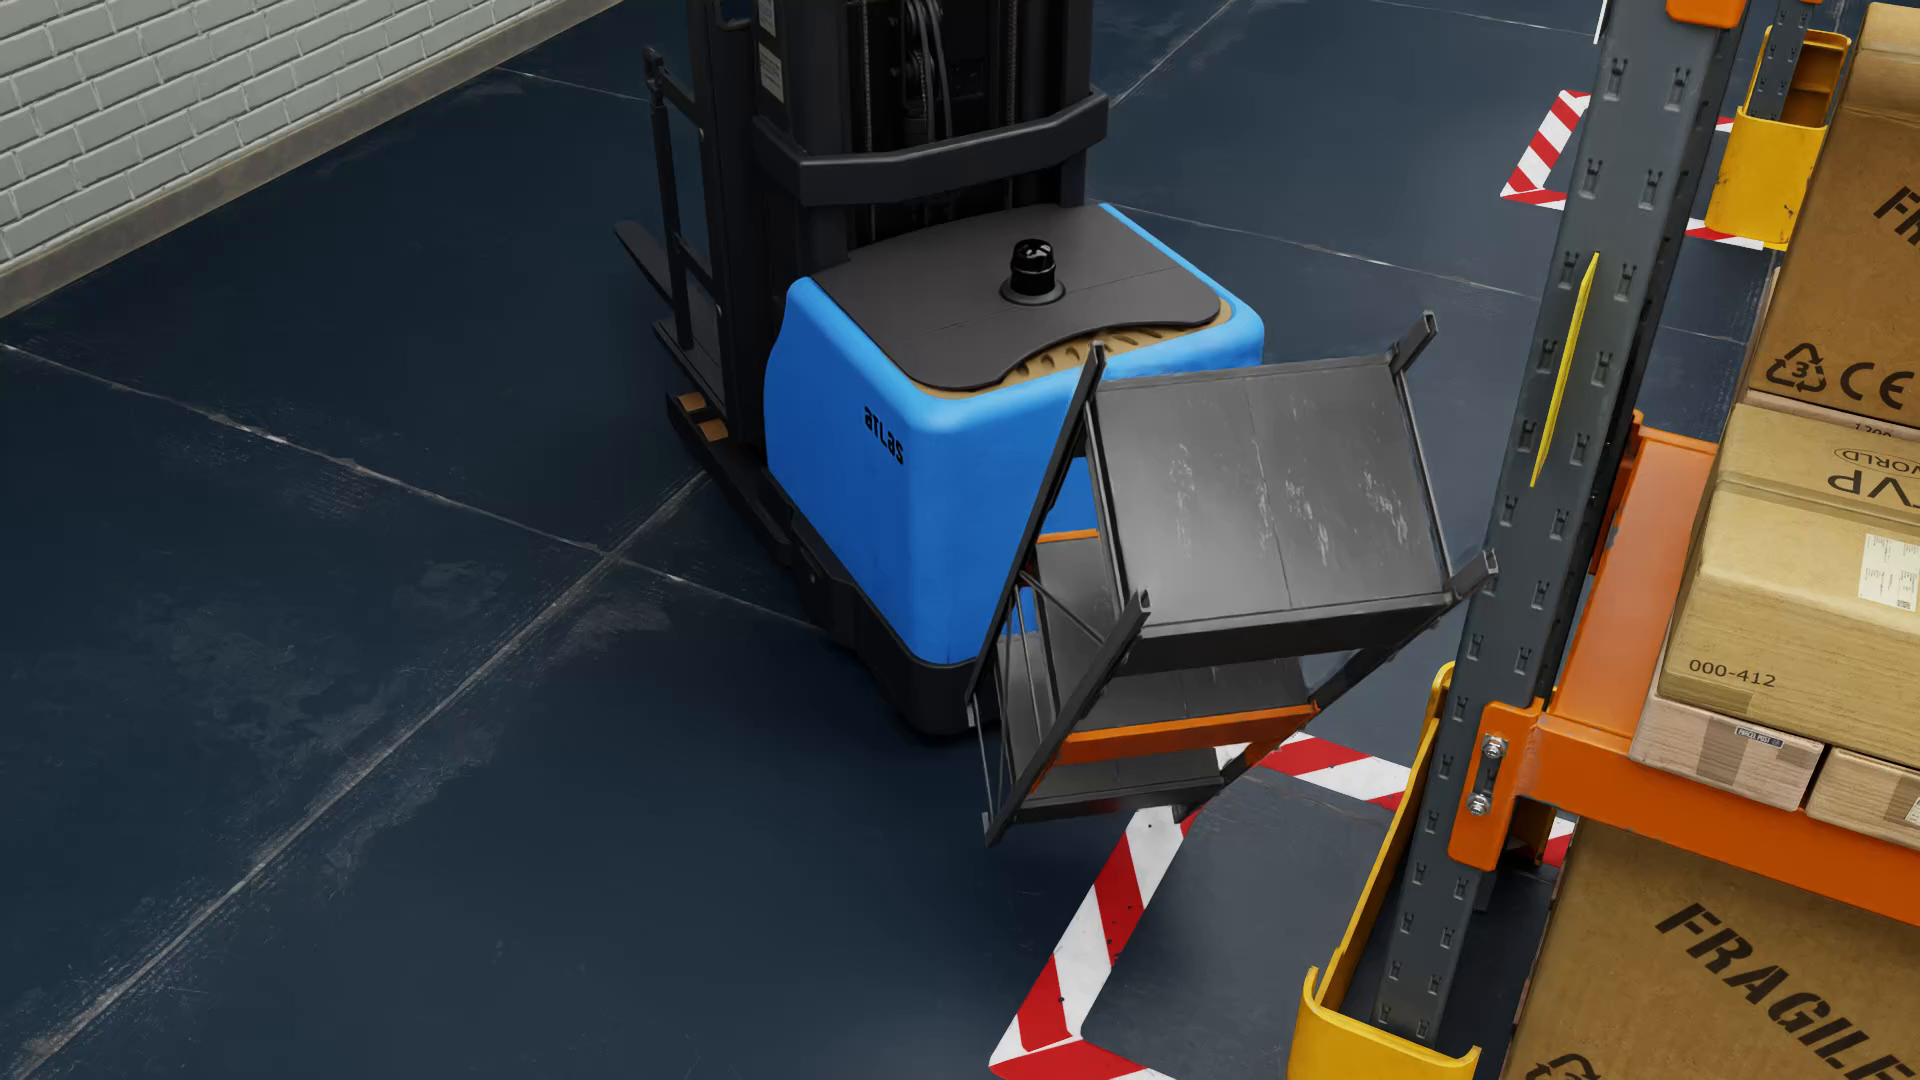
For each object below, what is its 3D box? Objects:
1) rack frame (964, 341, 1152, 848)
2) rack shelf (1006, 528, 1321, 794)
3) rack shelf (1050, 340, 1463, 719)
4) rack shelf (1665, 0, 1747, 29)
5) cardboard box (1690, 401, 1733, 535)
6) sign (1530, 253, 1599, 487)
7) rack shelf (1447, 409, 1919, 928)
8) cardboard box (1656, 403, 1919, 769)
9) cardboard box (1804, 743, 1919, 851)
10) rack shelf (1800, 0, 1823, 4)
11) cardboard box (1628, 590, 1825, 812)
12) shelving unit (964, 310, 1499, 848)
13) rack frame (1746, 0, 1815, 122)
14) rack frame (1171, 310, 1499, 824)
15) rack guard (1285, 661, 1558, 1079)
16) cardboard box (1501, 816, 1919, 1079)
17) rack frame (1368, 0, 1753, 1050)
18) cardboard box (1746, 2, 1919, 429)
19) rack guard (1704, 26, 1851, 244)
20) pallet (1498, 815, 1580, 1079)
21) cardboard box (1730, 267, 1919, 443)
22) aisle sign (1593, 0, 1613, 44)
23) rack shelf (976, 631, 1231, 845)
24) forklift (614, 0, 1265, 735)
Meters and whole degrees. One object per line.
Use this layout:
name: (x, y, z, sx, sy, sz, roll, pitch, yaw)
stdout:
rack frame: (0.134, 0.248, 3.267, 0.015, 2.100, 0.400, -6, 72, -7)
rack shelf: (0.374, 0.227, 3.310, 0.480, 0.518, 0.431, -6, 72, -7)
rack shelf: (0.432, 0.001, 2.650, 0.480, 0.518, 0.431, -6, 72, -7)
rack shelf: (2.868, -0.501, 1.544, 4.000, 0.370, 1.077, 17, 41, 21)
cardboard box: (1.559, -0.127, 3.144, 0.250, 0.149, 0.380, 18, 41, 22)
sign: (0.831, -0.229, 2.290, 0.005, 0.325, 0.100, 17, 41, 21)
rack shelf: (2.868, 0.693, 2.451, 4.000, 0.370, 1.077, 17, 41, 21)
cardboard box: (1.394, 0.070, 2.554, 0.500, 0.250, 0.500, 16, 40, 20)
cardboard box: (1.484, 0.297, 2.585, 0.250, 0.149, 0.380, 17, 40, 21)
rack shelf: (5.238, -1.941, 5.922, 4.000, 0.370, 1.077, 17, 41, 21)
cardboard box: (1.255, 0.227, 2.678, 0.250, 0.149, 0.380, 18, 41, 22)
shelving unit: (0.375, 0.223, 3.297, 0.503, 2.100, 0.431, -6, 72, -7)
rack frame: (3.462, -2.784, 6.437, 0.127, 3.000, 1.000, 17, 41, 21)
rack frame: (0.616, 0.198, 3.327, 0.015, 2.100, 0.400, -6, 72, -7)
rack guard: (1.070, 0.840, 3.730, 0.348, 0.500, 1.175, 17, 41, 21)
cardboard box: (1.697, 0.665, 3.303, 0.875, 0.875, 0.875, 17, 41, 21)
rack frame: (1.092, -0.149, 2.966, 0.127, 3.000, 1.000, 17, 41, 21)
cardboard box: (1.645, -0.512, 2.702, 0.500, 0.500, 0.500, 18, 41, 22)
rack guard: (3.530, -1.767, 7.165, 0.348, 0.500, 1.175, 17, 41, 21)
pallet: (1.838, 1.142, 3.571, 1.213, 0.211, 1.003, 17, 41, 21)
cardboard box: (1.644, -0.216, 2.931, 0.500, 0.250, 0.500, 17, 40, 21)
aisle sign: (0.890, -1.044, 1.994, 0.004, 0.787, 0.394, 17, 41, 21)
rack shelf: (0.315, 0.454, 3.969, 0.480, 0.518, 0.431, -6, 72, -7)
forklift: (-0.344, -1.521, 4.830, 1.130, 2.935, 3.031, -18, 41, -22)
